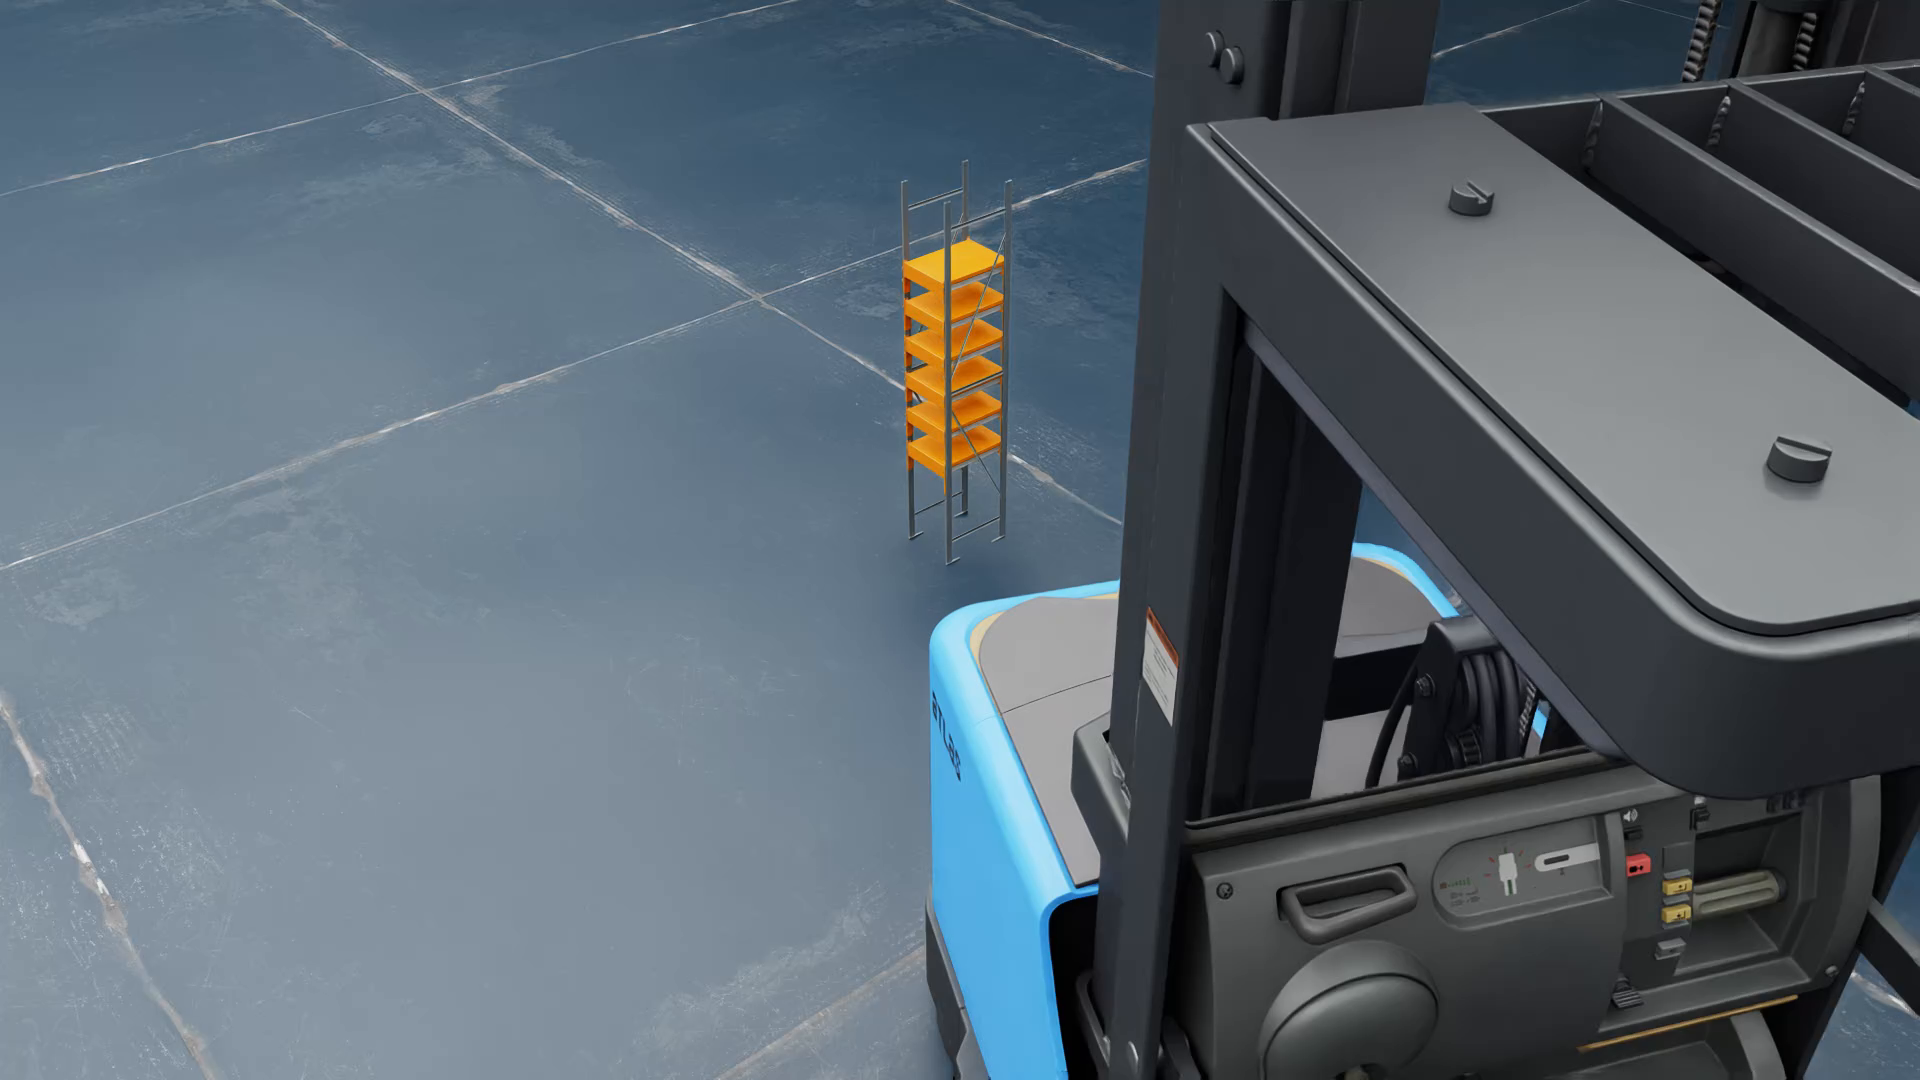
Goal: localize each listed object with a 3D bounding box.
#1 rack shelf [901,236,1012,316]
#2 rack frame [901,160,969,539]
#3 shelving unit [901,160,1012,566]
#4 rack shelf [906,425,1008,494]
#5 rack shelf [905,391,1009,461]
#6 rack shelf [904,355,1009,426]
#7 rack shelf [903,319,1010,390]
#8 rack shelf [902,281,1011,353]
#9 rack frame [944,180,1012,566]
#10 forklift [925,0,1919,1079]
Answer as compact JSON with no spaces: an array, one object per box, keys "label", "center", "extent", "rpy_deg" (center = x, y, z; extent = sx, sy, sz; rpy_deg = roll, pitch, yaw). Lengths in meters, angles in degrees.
[{"label":"rack shelf","center":[-0.009,-0.754,4.730],"extent":[0.258,0.103,0.180],"rpy_deg":[-26,43,-32]},{"label":"rack frame","center":[-0.068,-0.536,4.969],"extent":[0.240,1.200,0.006],"rpy_deg":[-26,43,-32]},{"label":"shelving unit","center":[-0.009,-0.496,4.912],"extent":[0.258,1.200,0.189],"rpy_deg":[-26,43,-32]},{"label":"rack shelf","center":[-0.009,-0.264,5.077],"extent":[0.258,0.103,0.180],"rpy_deg":[-26,43,-32]},{"label":"rack shelf","center":[-0.009,-0.362,5.007],"extent":[0.258,0.103,0.180],"rpy_deg":[-26,43,-32]},{"label":"rack shelf","center":[-0.009,-0.460,4.938],"extent":[0.258,0.103,0.180],"rpy_deg":[-26,43,-32]},{"label":"rack shelf","center":[-0.009,-0.558,4.869],"extent":[0.258,0.103,0.180],"rpy_deg":[-26,43,-32]},{"label":"rack shelf","center":[-0.009,-0.656,4.799],"extent":[0.258,0.103,0.180],"rpy_deg":[-26,43,-32]},{"label":"rack frame","center":[0.050,-0.456,4.855],"extent":[0.240,1.200,0.006],"rpy_deg":[-26,43,-32]},{"label":"forklift","center":[0.799,0.563,1.919],"extent":[1.130,2.935,3.031],"rpy_deg":[-9,36,-12]}]
